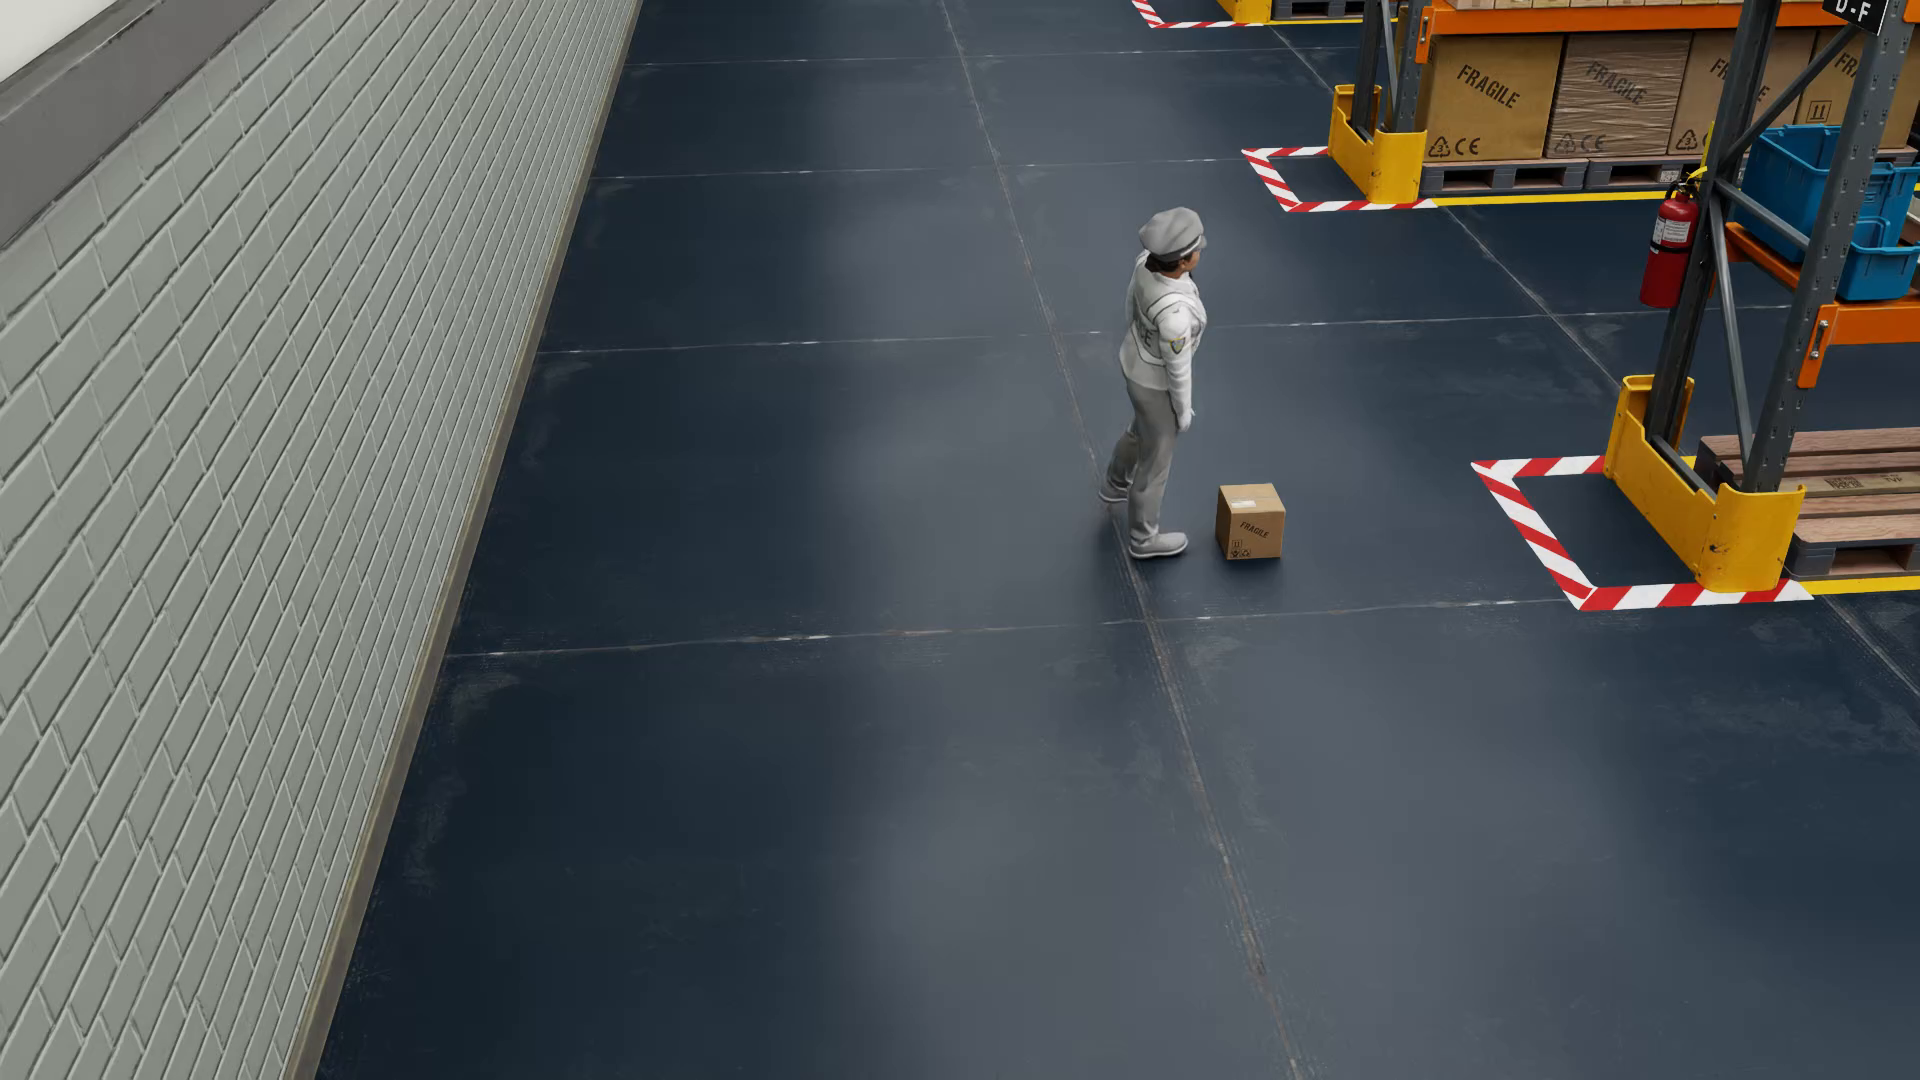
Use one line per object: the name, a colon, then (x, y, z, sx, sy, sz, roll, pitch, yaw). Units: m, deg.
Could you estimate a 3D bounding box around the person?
person: (0.855, -0.706, 7.251, 0.373, 1.678, 0.753, -2, 31, -4)
